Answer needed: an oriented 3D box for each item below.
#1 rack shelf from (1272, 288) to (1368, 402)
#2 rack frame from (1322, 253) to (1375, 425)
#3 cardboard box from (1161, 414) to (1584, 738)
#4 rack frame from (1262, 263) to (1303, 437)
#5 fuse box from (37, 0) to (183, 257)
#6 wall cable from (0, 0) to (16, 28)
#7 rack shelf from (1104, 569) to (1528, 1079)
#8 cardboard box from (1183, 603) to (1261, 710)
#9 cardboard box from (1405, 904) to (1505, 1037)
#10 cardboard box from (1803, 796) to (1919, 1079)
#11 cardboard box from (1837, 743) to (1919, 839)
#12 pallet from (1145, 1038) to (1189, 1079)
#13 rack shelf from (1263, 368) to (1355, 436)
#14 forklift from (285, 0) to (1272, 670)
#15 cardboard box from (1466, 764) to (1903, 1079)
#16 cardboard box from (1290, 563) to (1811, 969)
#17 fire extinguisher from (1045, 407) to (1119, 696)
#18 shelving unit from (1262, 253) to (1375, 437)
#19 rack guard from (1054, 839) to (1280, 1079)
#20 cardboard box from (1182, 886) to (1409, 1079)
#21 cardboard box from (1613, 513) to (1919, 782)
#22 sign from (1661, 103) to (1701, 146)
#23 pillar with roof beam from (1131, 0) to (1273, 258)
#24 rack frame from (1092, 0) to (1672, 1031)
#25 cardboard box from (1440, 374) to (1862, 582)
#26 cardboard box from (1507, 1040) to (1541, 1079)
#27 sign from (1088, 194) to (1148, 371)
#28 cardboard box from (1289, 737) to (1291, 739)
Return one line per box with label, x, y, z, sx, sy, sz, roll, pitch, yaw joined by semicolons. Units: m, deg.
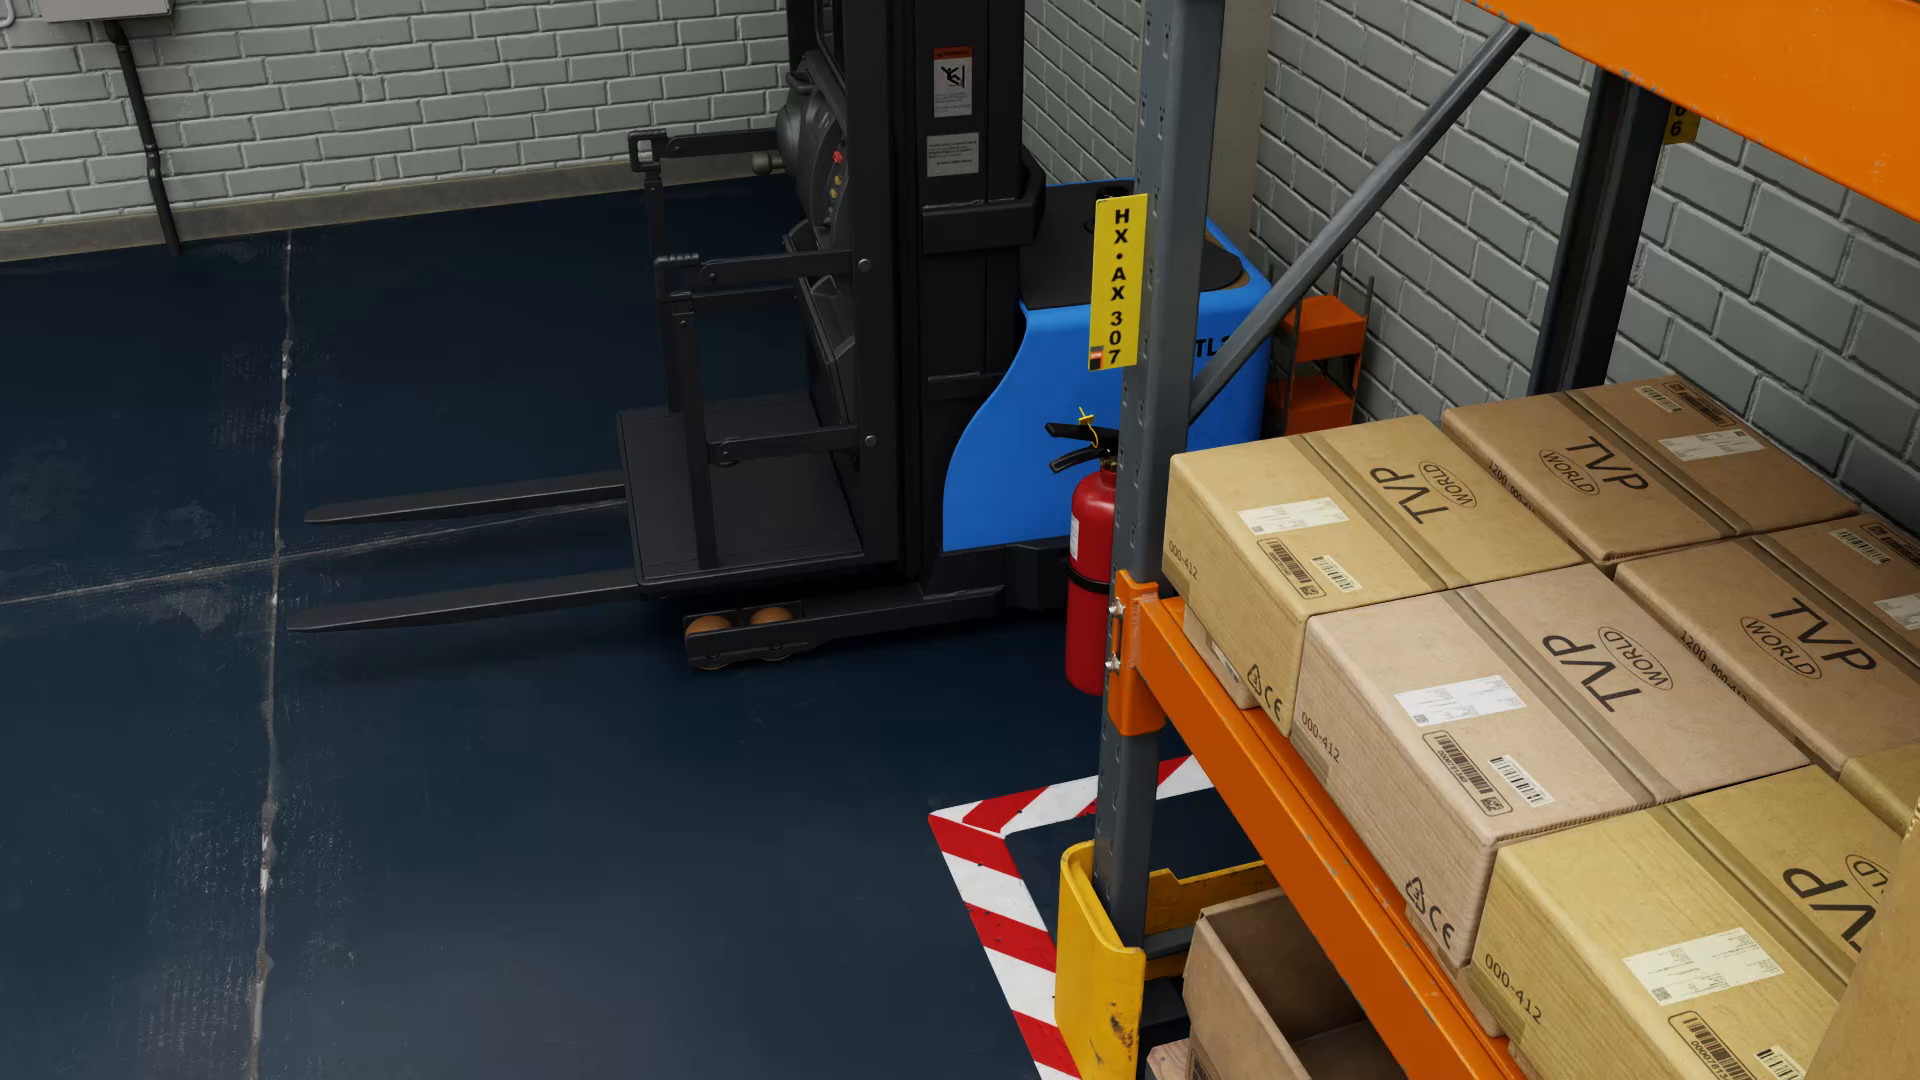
rack shelf;1.106;-0.615;5.231;0.240;0.259;0.215;-11;35;-17
rack frame;1.220;-0.409;5.416;0.008;1.050;0.200;-11;35;-17
cardboard box;0.678;0.043;2.830;0.500;0.250;0.500;-10;35;-14
rack frame;0.990;-0.364;5.347;0.008;1.050;0.200;-11;35;-17
fuse box;-3.627;-2.038;7.282;0.539;1.711;0.414;-10;35;-15
wall cable;-4.325;-2.967;6.598;0.588;1.984;0.122;-10;35;-15
rack shelf;1.406;1.171;1.909;1.077;0.370;4.000;-10;35;-15
cardboard box;0.635;0.145;3.038;0.380;0.149;0.250;-10;35;-15
cardboard box;0.889;0.546;2.431;0.380;0.149;0.250;-9;34;-13
cardboard box;1.136;0.518;1.432;0.500;0.500;0.500;-9;35;-14
cardboard box;1.492;0.488;2.157;0.500;0.250;0.500;-9;34;-13
pallet;1.063;1.443;3.375;1.003;0.211;1.213;-10;35;-15
rack shelf;1.105;-0.378;5.387;0.240;0.259;0.215;-11;35;-17
forklift;-0.610;-1.143;4.821;3.031;2.935;1.130;-7;34;-11
cardboard box;0.990;0.573;2.028;0.500;0.250;0.500;-11;35;-16
cardboard box;0.832;0.308;2.430;0.500;0.250;0.500;-10;35;-14
fire extinguisher;0.311;0.009;3.423;0.296;0.674;0.183;-10;35;-15
shelving unit;1.105;-0.387;5.381;0.252;1.050;0.215;-11;35;-17
rack guard;0.819;0.904;3.929;1.175;0.500;0.348;-10;35;-15
cardboard box;0.892;1.024;3.362;0.797;0.503;0.637;-11;35;-17
cardboard box;1.345;0.227;2.551;0.500;0.250;0.500;-10;35;-15
sign;1.331;-0.877;3.019;0.100;0.325;0.005;-10;35;-15
pillar with roof beam;-3.268;-3.525;2.922;9.100;9.000;0.400;-10;35;-15
rack frame;0.796;-0.179;3.300;1.000;3.000;0.127;-10;35;-15
cardboard box;1.189;-0.044;2.961;0.500;0.250;0.500;-9;35;-13
cardboard box;0.975;0.684;2.222;0.380;0.149;0.250;-9;35;-14
sign;0.279;-0.449;2.923;0.100;0.325;0.005;-10;35;-15
cardboard box;0.757;0.270;2.848;0.380;0.149;0.250;-9;35;-14
